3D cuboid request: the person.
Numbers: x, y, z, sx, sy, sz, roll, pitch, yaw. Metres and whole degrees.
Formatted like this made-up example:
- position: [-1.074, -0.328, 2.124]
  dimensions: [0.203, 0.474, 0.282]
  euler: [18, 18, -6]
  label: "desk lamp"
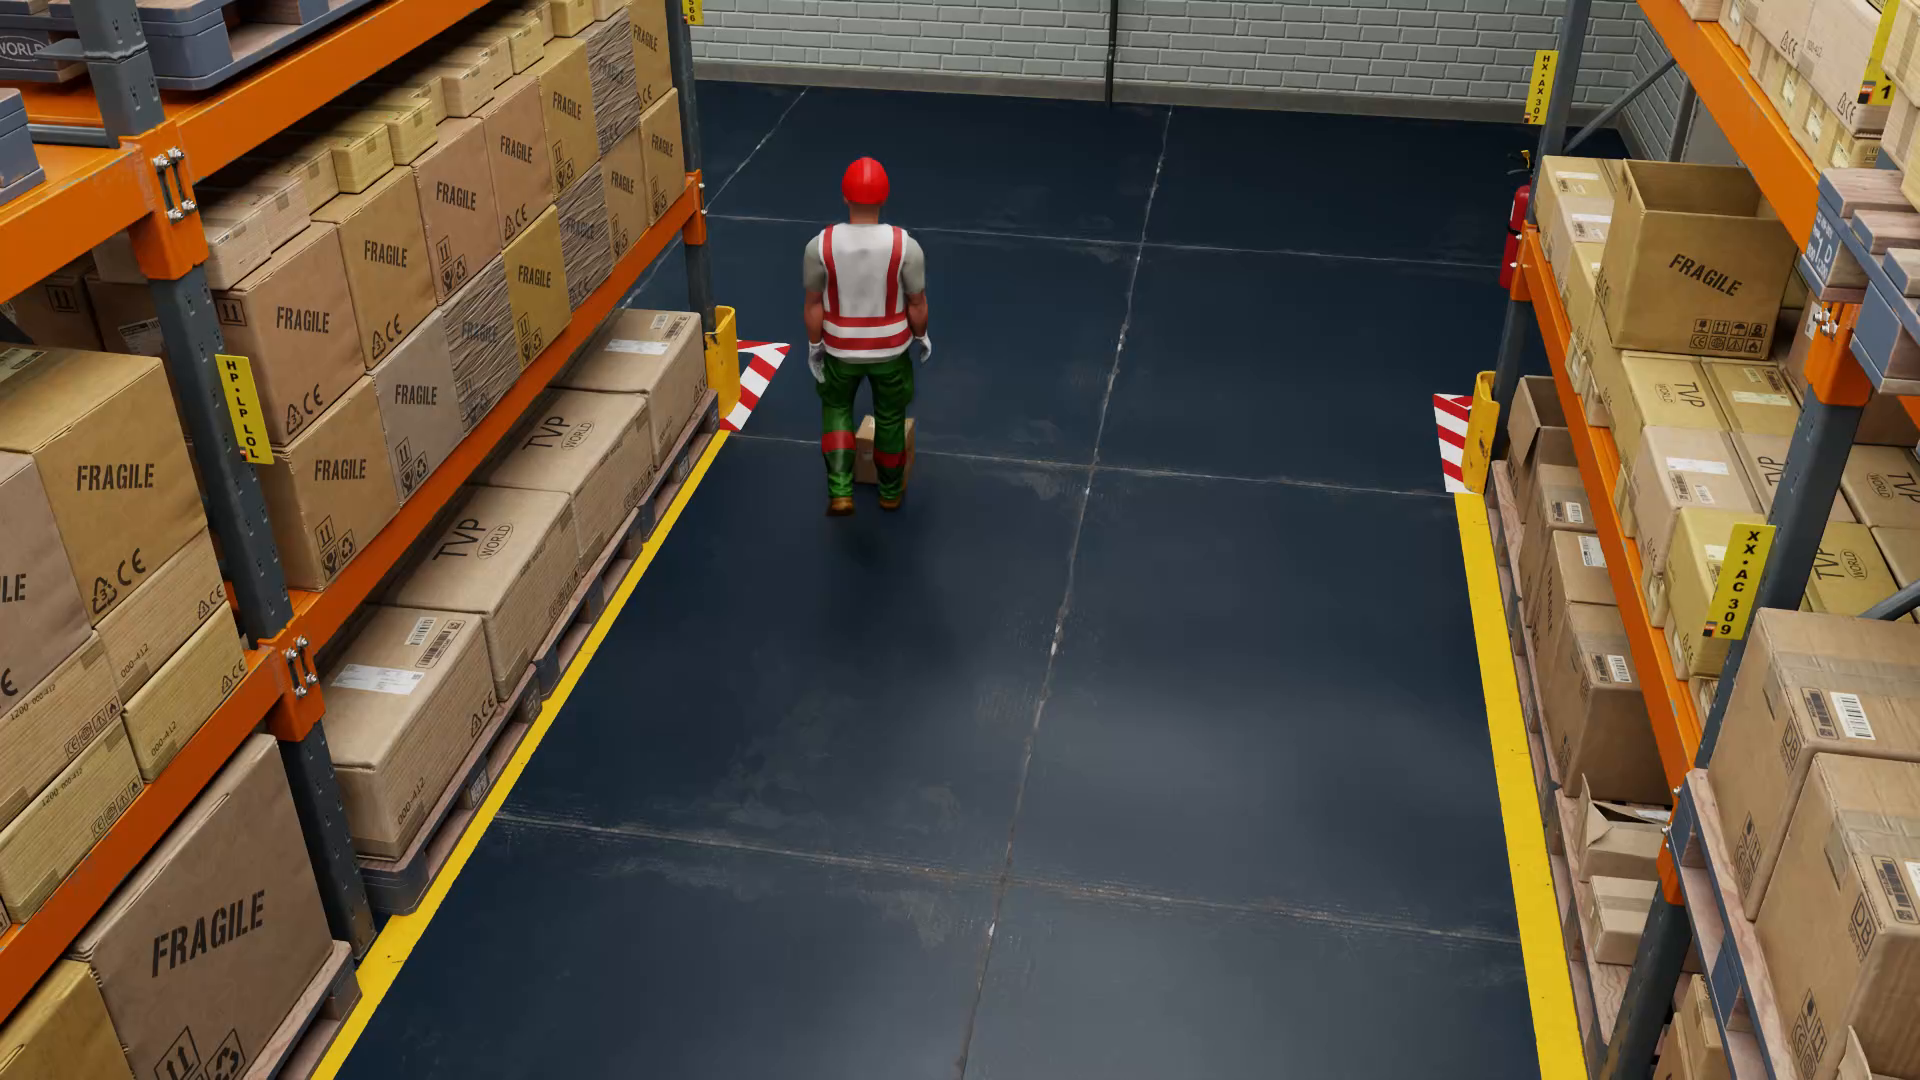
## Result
- position: [-0.409, -0.891, 7.503]
  dimensions: [0.558, 1.783, 0.640]
  euler: [1, 32, 1]
  label: "person"
